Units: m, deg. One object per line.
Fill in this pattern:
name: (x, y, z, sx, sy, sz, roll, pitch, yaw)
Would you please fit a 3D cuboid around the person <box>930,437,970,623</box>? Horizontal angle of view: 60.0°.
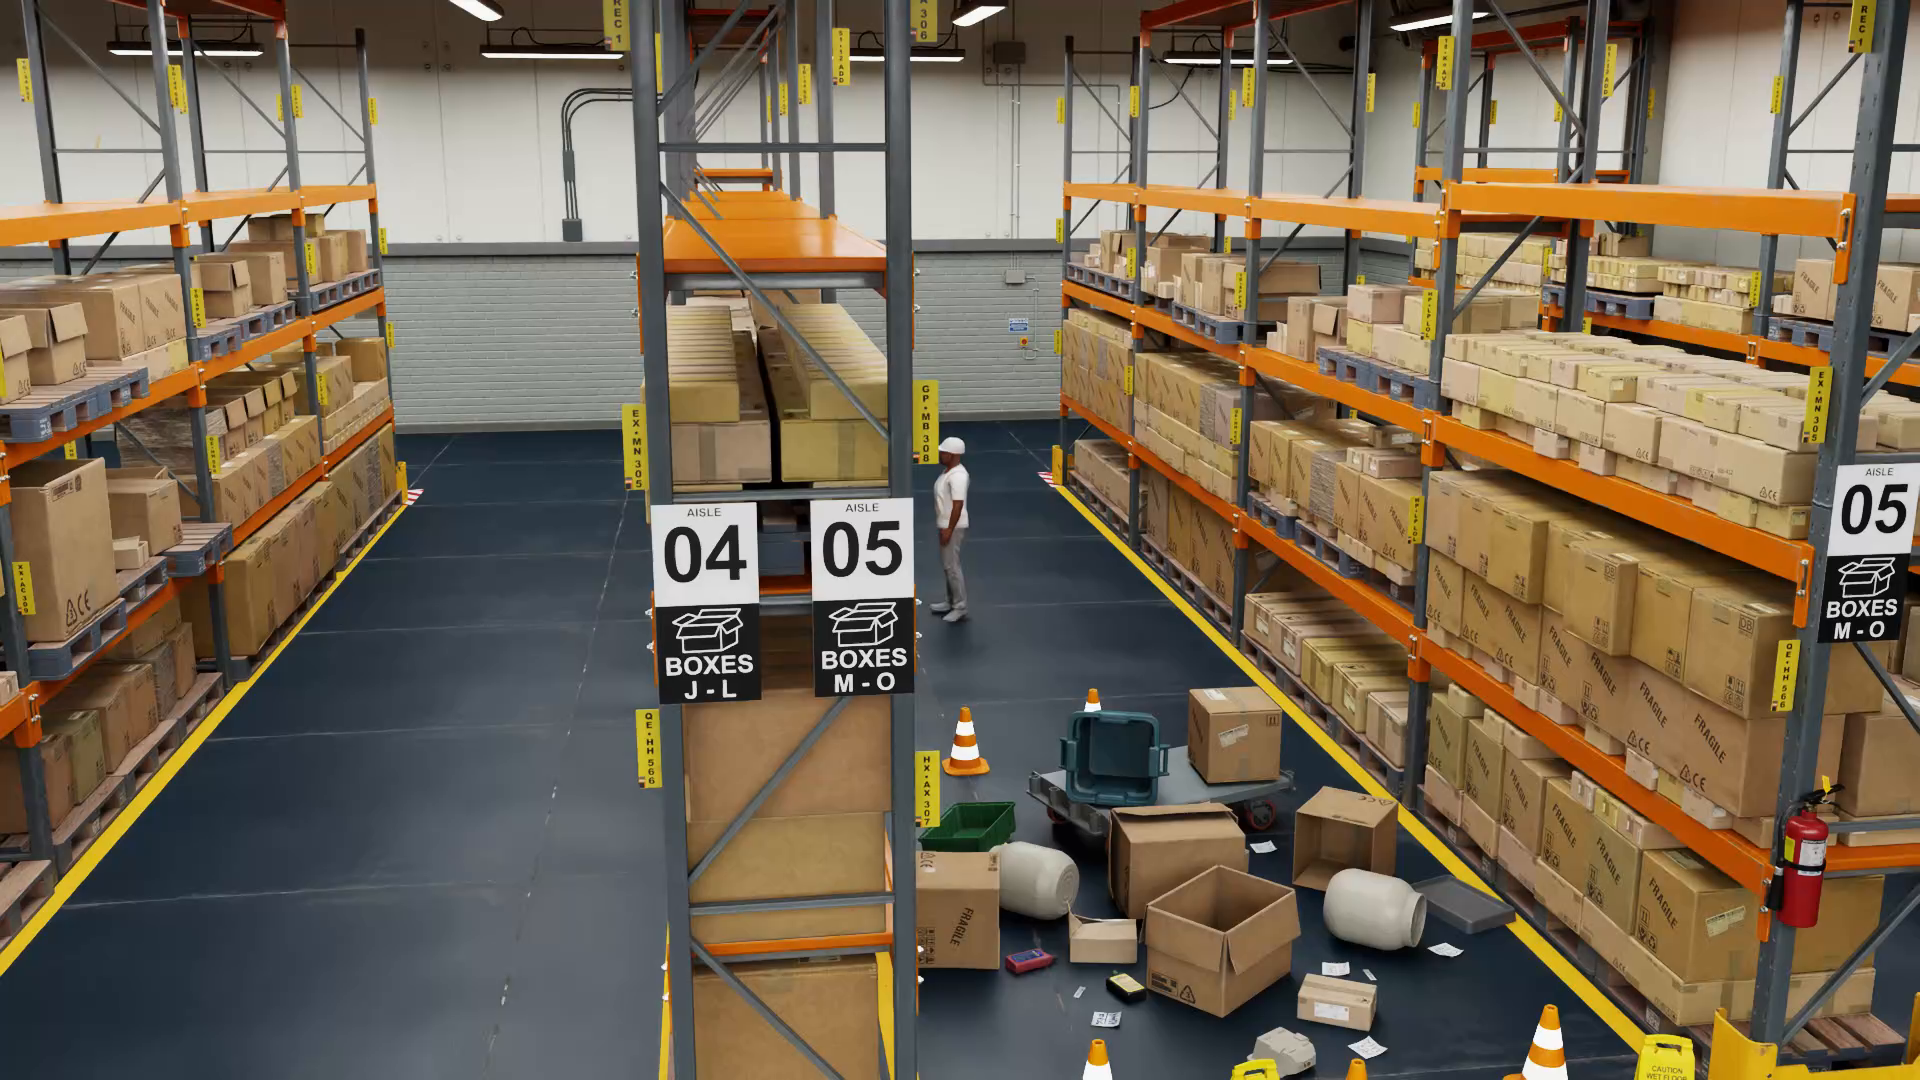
person: (-0.105, -0.123, 16.417, 0.376, 1.795, 0.579, -2, 13, -7)
